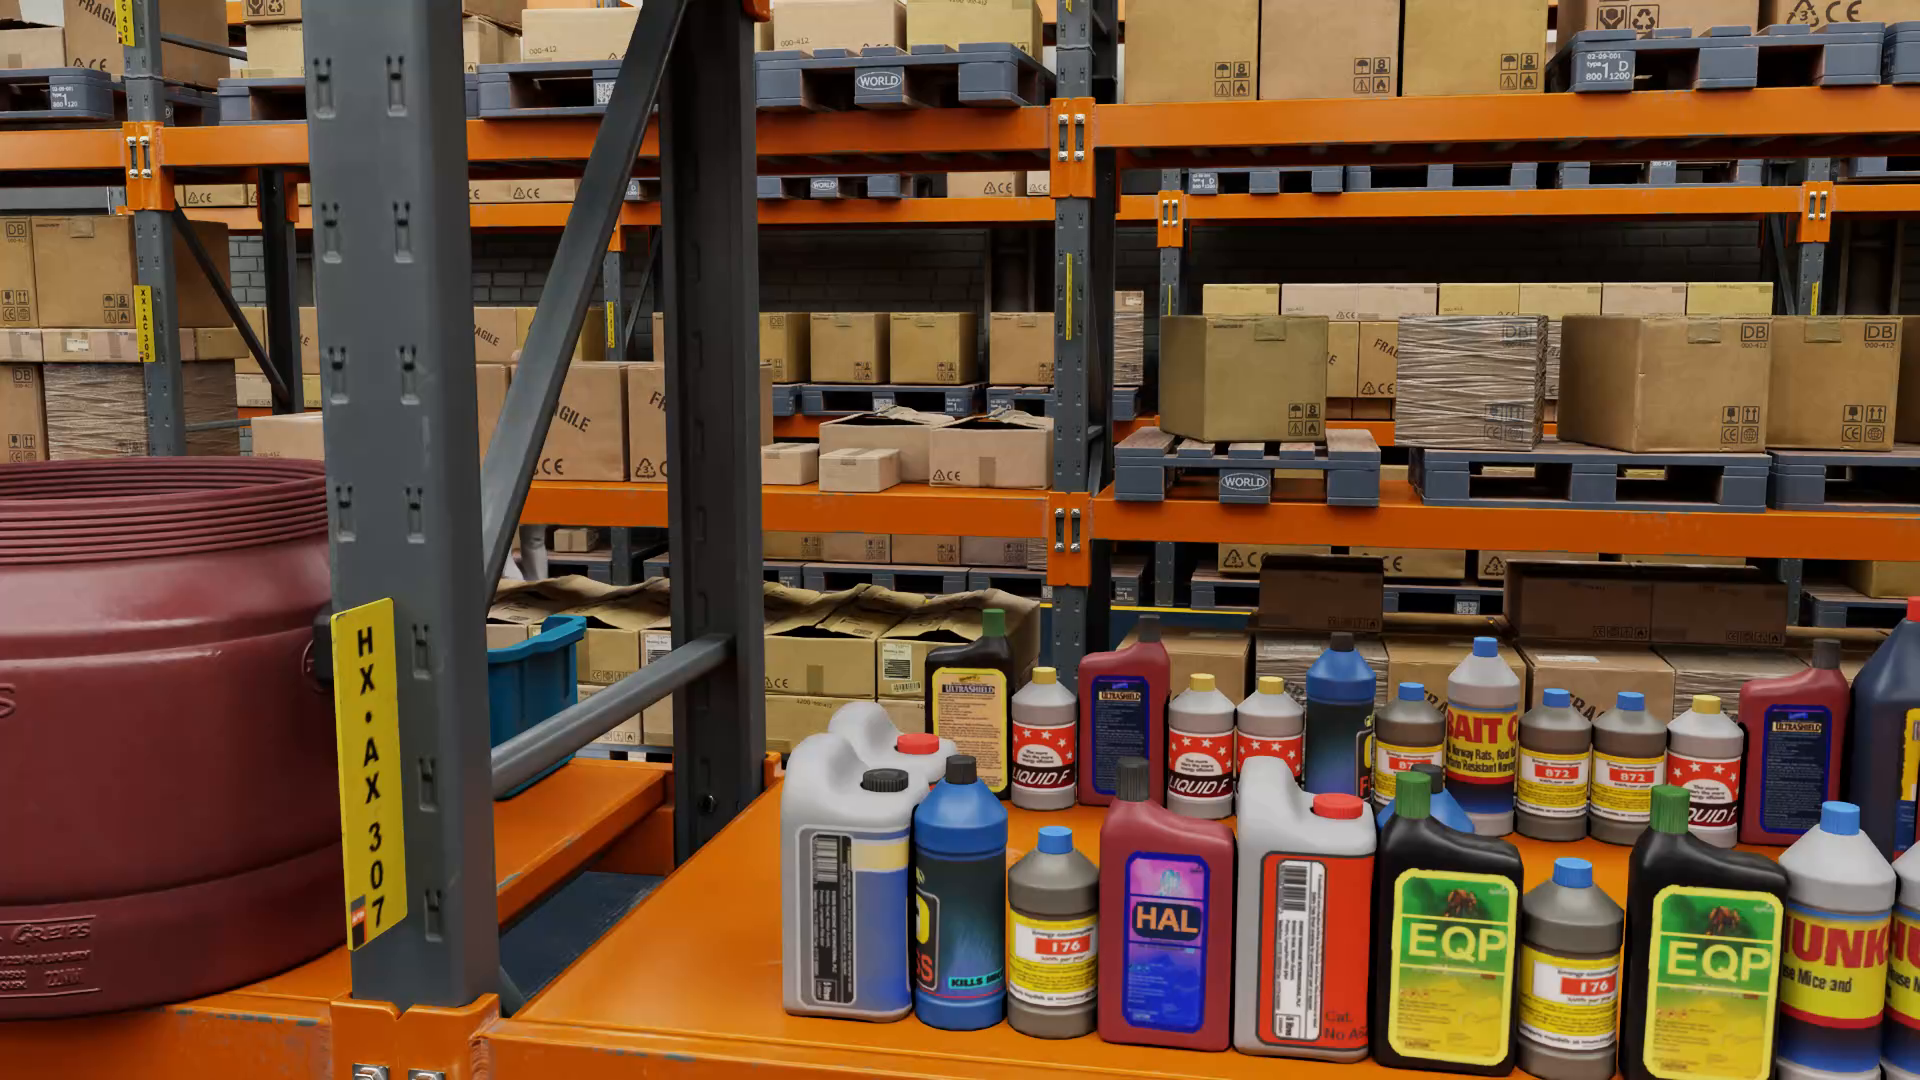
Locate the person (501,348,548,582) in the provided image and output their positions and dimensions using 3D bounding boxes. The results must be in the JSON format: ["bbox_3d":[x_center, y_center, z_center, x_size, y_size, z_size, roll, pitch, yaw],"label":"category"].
[{"bbox_3d":[-2.830,-0.330,10.711,0.568,1.807,0.468,-7,11,-42],"label":"person"}]
